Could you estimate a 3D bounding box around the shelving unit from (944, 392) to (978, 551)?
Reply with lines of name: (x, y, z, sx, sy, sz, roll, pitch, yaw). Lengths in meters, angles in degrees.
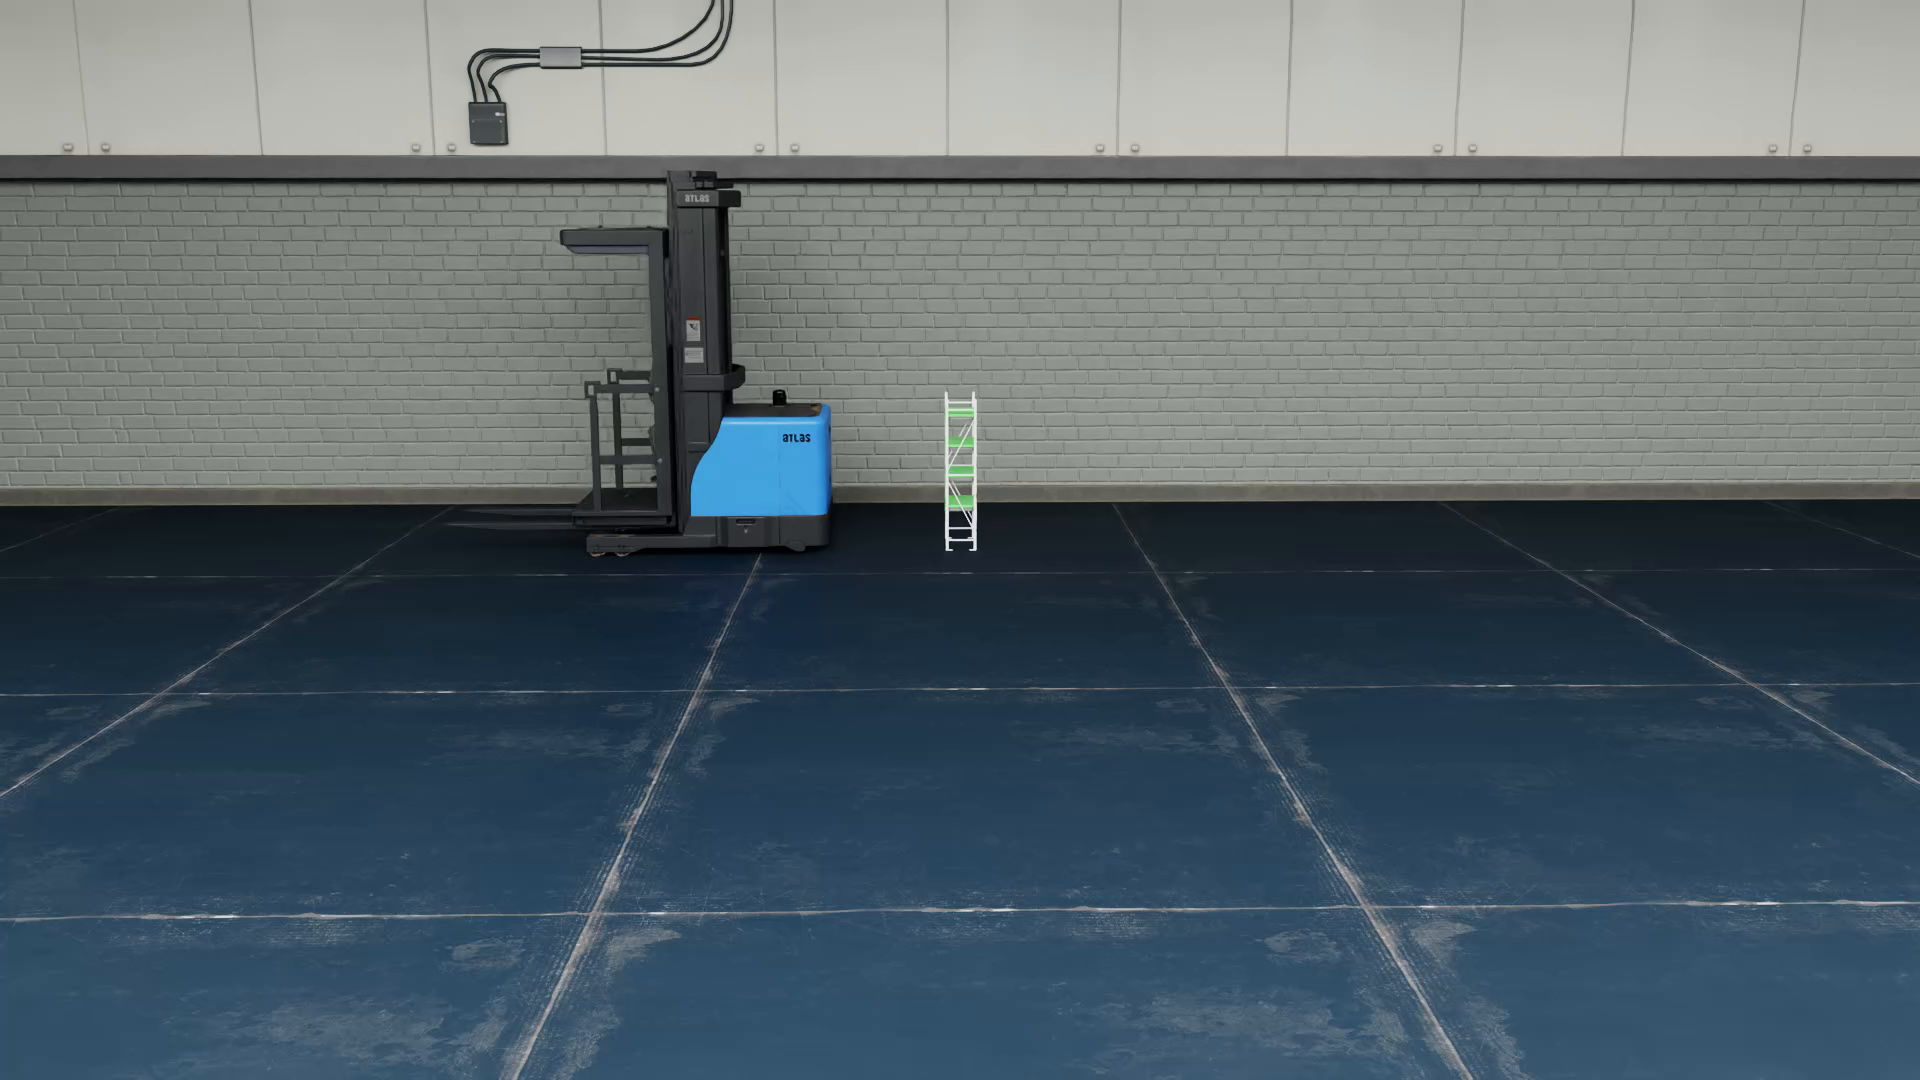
shelving unit: (0.003, -0.555, 13.278, 0.258, 1.200, 0.503, 0, 11, -1)

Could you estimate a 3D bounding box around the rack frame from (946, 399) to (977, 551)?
rack frame: (0.008, -0.507, 13.039, 0.240, 1.200, 0.015, 0, 11, -1)

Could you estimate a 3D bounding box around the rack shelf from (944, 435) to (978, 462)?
rack shelf: (0.003, -0.728, 13.243, 0.258, 0.148, 0.480, 0, 11, -1)

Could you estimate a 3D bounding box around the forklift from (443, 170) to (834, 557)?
forklift: (-2.554, -1.414, 13.159, 3.031, 2.935, 1.130, 0, 11, -2)

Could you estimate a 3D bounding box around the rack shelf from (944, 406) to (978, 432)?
rack shelf: (0.003, -0.963, 13.195, 0.258, 0.148, 0.480, 0, 11, -1)

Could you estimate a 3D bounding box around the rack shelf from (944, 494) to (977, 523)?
rack shelf: (0.003, -0.257, 13.338, 0.258, 0.148, 0.480, 0, 11, -1)

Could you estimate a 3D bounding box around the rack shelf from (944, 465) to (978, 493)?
rack shelf: (0.003, -0.492, 13.290, 0.258, 0.148, 0.480, 0, 11, -1)

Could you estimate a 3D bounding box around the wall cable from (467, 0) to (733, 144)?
wall cable: (-3.105, -6.400, 13.918, 2.305, 6.003, 0.169, 0, 11, -1)

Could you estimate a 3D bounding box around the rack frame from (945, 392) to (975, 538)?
rack frame: (-0.002, -0.604, 13.517, 0.240, 1.200, 0.015, 0, 11, -1)
